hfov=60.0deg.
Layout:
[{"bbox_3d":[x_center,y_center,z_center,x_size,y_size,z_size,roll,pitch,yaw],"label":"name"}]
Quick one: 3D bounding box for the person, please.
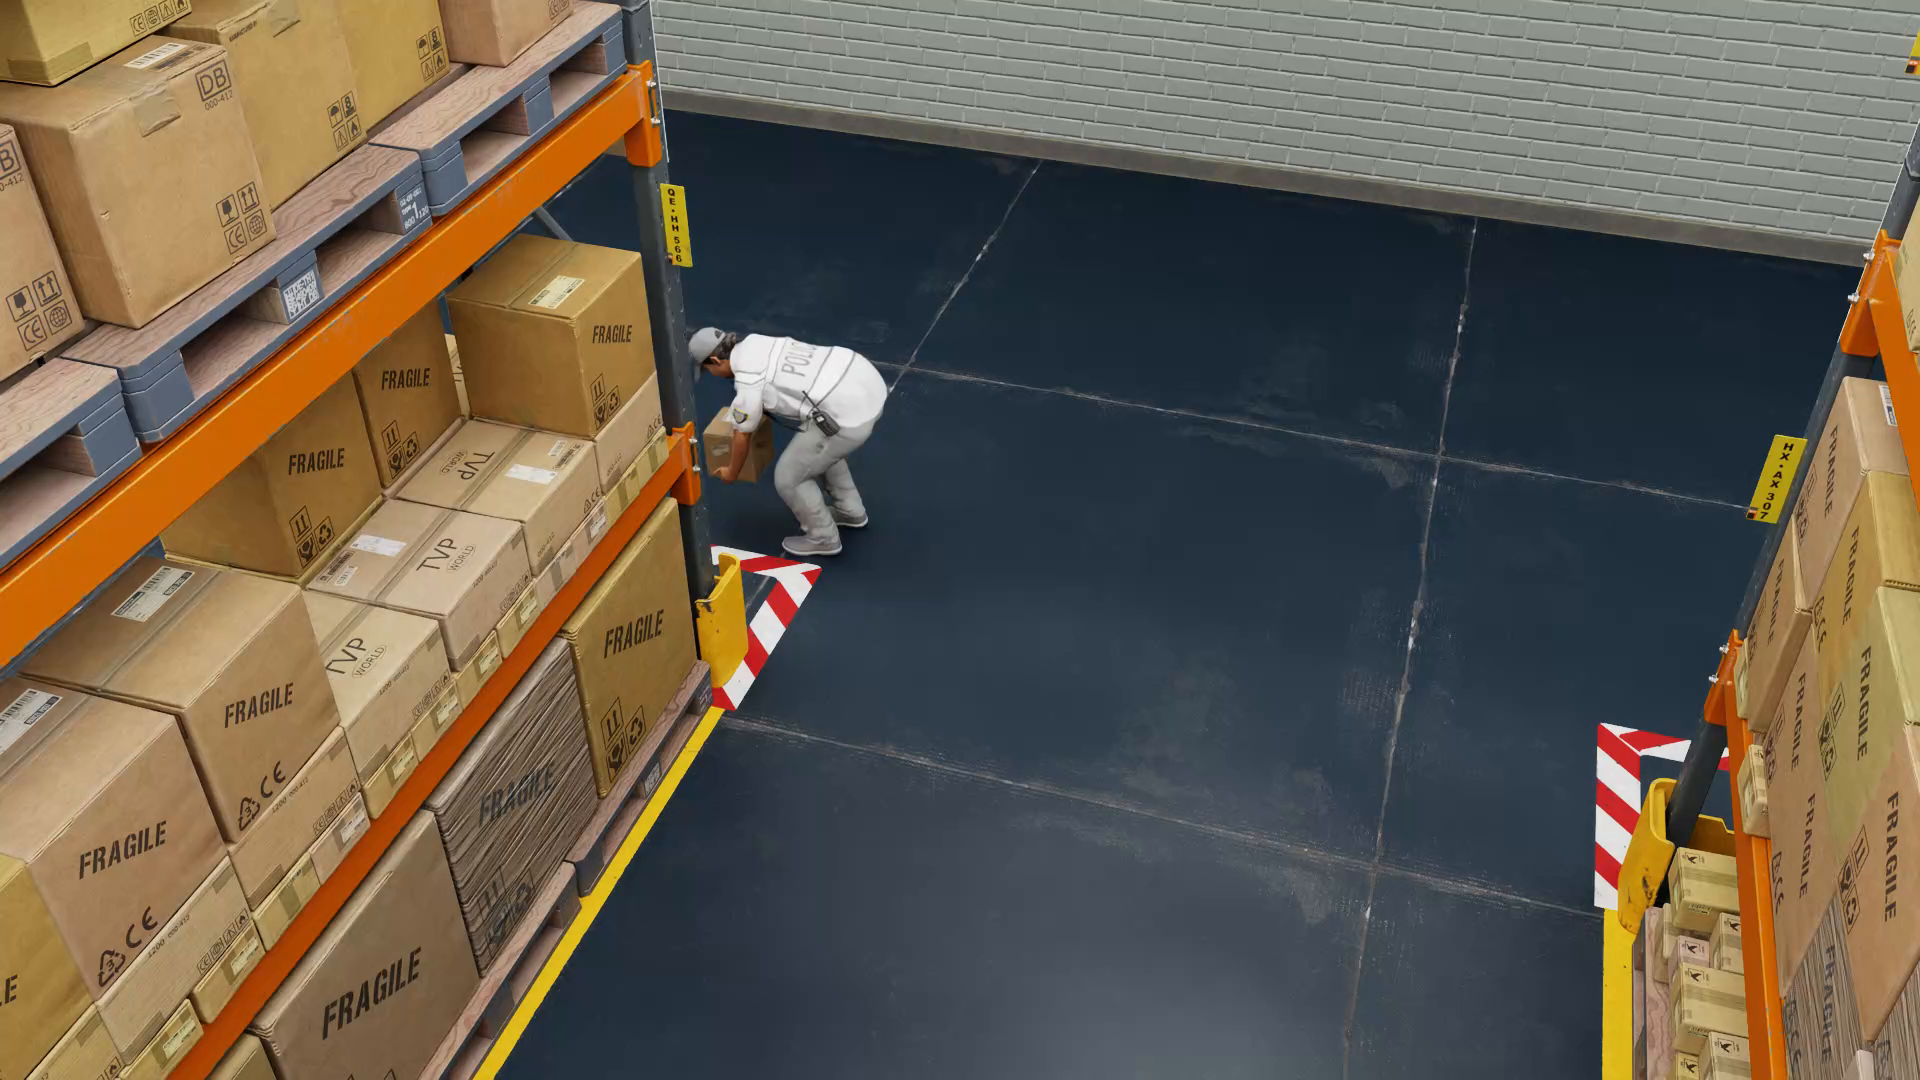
[{"bbox_3d":[-0.809,-0.487,7.974,0.926,1.130,0.483,8,38,10],"label":"person"}]
